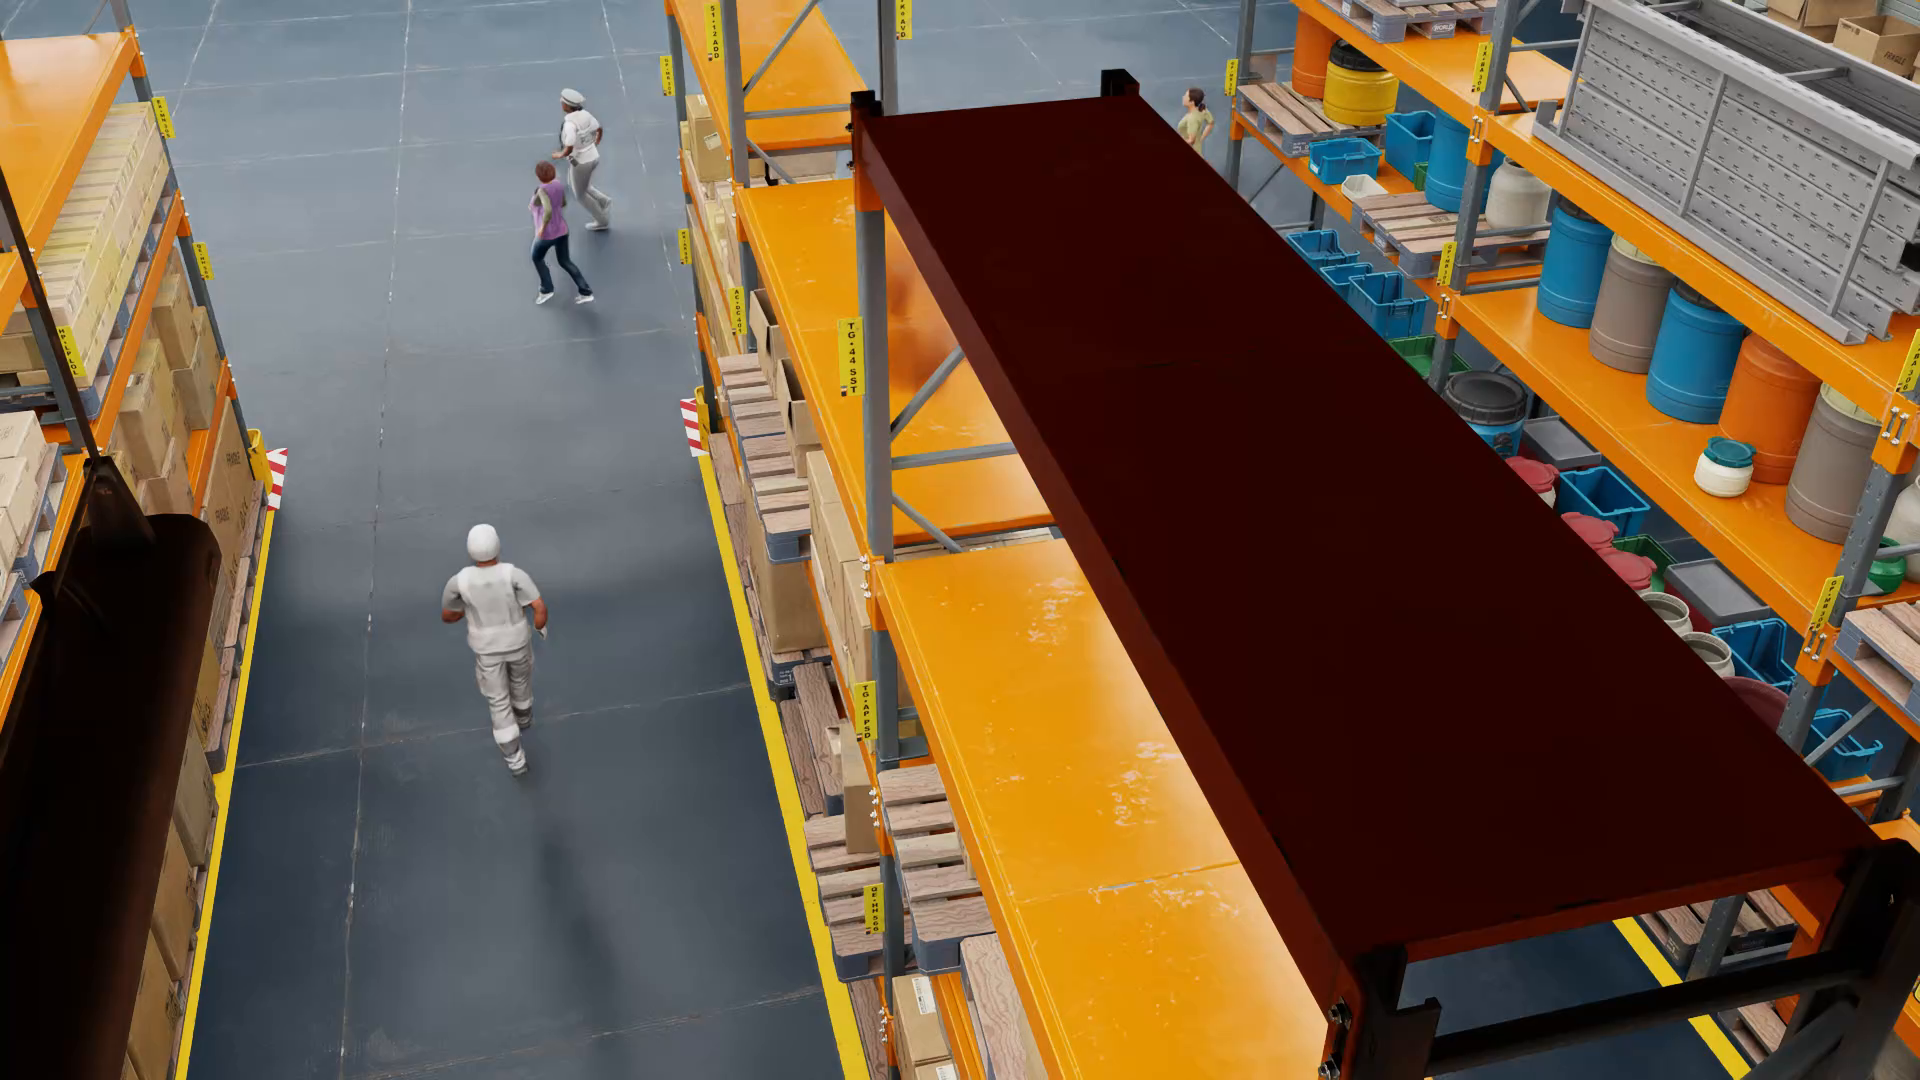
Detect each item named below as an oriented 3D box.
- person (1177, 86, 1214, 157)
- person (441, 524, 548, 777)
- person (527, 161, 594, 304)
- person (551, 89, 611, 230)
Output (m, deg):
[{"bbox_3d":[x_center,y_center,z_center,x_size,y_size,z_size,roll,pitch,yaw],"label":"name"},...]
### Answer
[{"bbox_3d":[2.665,-4.340,18.966,0.894,1.673,0.587,8,35,12],"label":"person"},{"bbox_3d":[-3.029,0.701,10.973,0.658,1.819,0.884,-11,36,-15],"label":"person"},{"bbox_3d":[-4.203,-3.150,17.289,0.724,1.635,0.544,19,39,25],"label":"person"},{"bbox_3d":[-4.358,-4.344,18.991,0.585,1.642,0.561,9,35,12],"label":"person"}]
